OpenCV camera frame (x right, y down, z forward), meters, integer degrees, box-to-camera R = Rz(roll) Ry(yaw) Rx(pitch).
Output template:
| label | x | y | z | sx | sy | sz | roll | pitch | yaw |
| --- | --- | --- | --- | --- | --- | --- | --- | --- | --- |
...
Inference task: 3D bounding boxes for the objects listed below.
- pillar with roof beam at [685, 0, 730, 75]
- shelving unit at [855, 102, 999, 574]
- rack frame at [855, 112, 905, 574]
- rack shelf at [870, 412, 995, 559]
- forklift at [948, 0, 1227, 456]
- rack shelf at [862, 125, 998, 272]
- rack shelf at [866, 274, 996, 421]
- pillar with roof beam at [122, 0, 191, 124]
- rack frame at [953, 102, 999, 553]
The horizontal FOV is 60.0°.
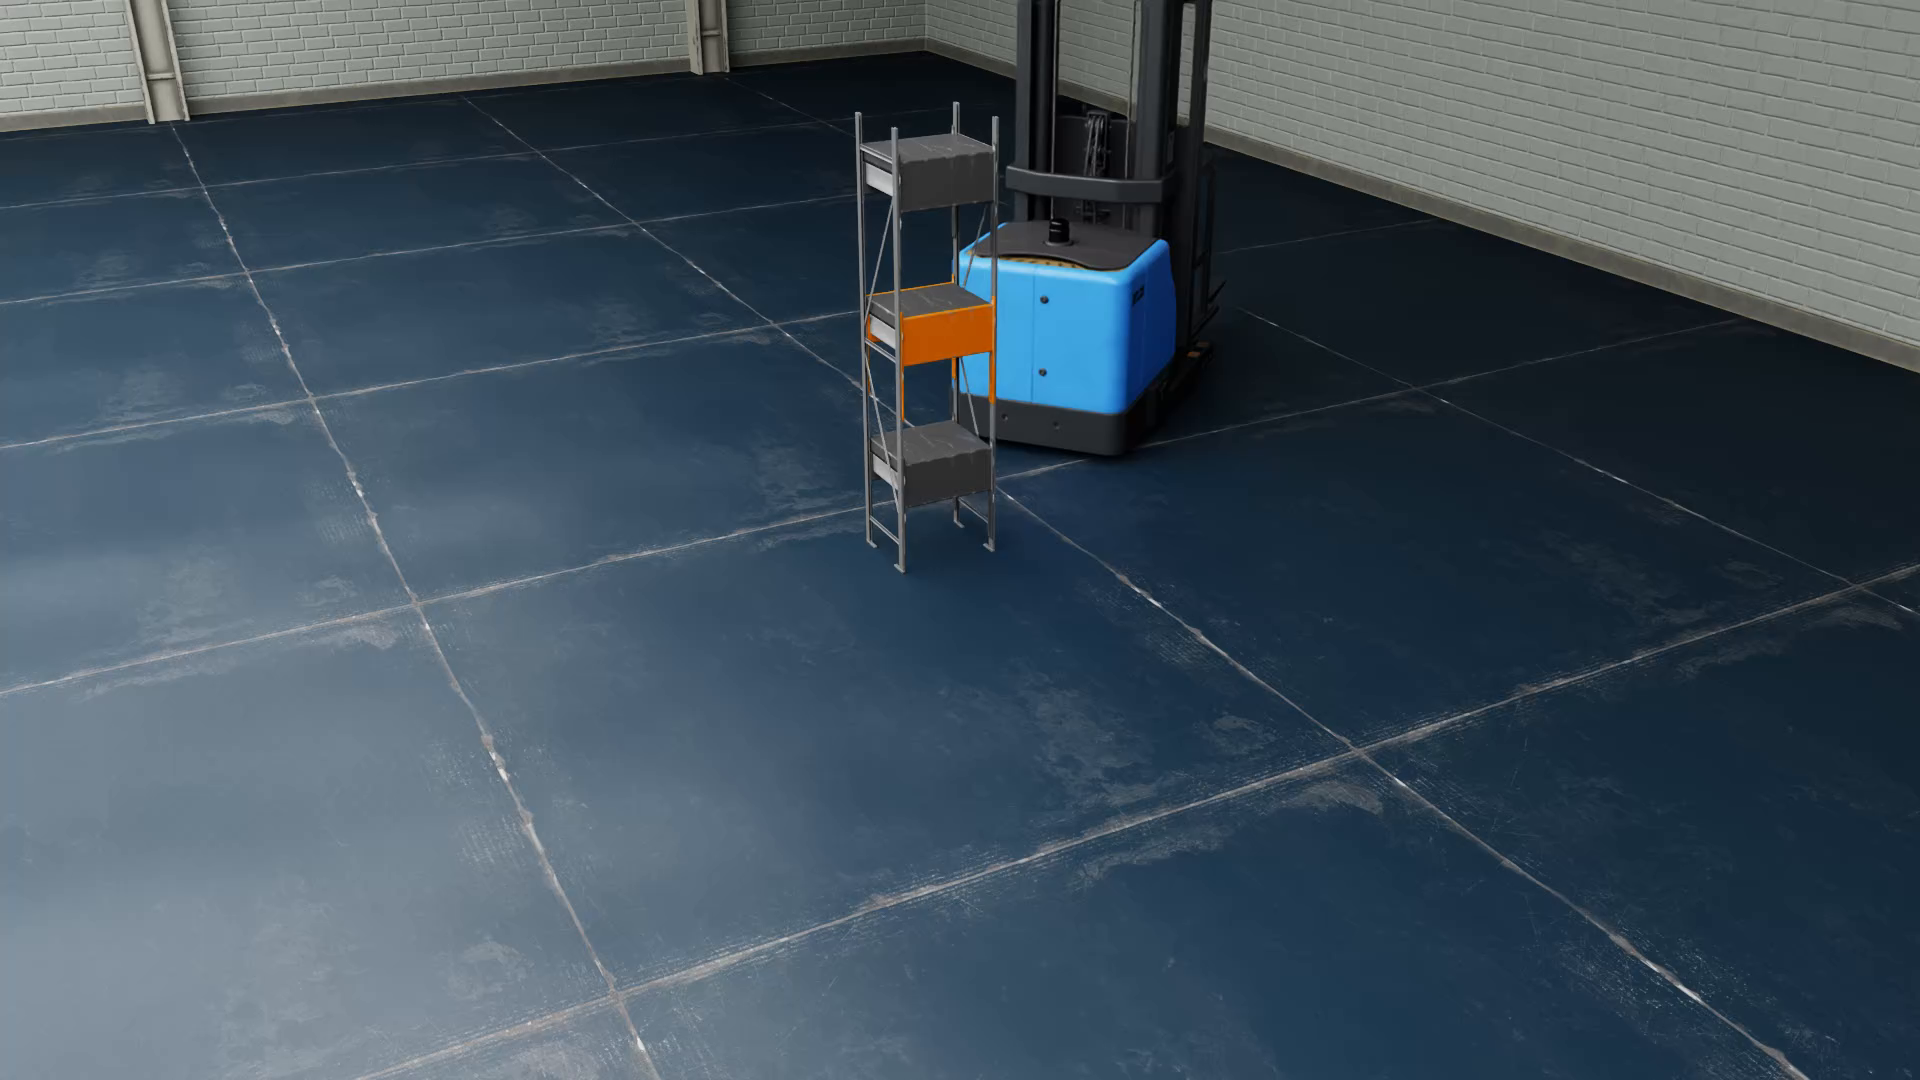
| label | x | y | z | sx | sy | sz | roll | pitch | yaw |
| --- | --- | --- | --- | --- | --- | --- | --- | --- | --- |
| pillar with roof beam | -0.977 | -8.045 | 14.610 | 0.400 | 9.000 | 9.100 | -13 | 29 | -25 |
| shelving unit | -0.146 | -0.913 | 7.725 | 0.503 | 2.100 | 0.431 | -13 | 29 | -25 |
| rack frame | -0.361 | -0.863 | 7.622 | 0.015 | 2.100 | 0.400 | -13 | 29 | -25 |
| rack shelf | -0.146 | -0.270 | 8.034 | 0.480 | 0.518 | 0.431 | -13 | 29 | -25 |
| forklift | 0.962 | -2.393 | 9.847 | 1.130 | 2.935 | 3.031 | 10 | 27 | 20 |
| rack shelf | -0.146 | -1.532 | 7.428 | 0.480 | 0.518 | 0.431 | -13 | 29 | -25 |
| rack shelf | -0.146 | -0.901 | 7.731 | 0.480 | 0.518 | 0.431 | -13 | 29 | -25 |
| pillar with roof beam | -6.272 | -6.823 | 12.065 | 0.400 | 9.000 | 9.100 | -13 | 29 | -25 |
| rack frame | 0.069 | -0.963 | 7.829 | 0.015 | 2.100 | 0.400 | -13 | 29 | -25 |
